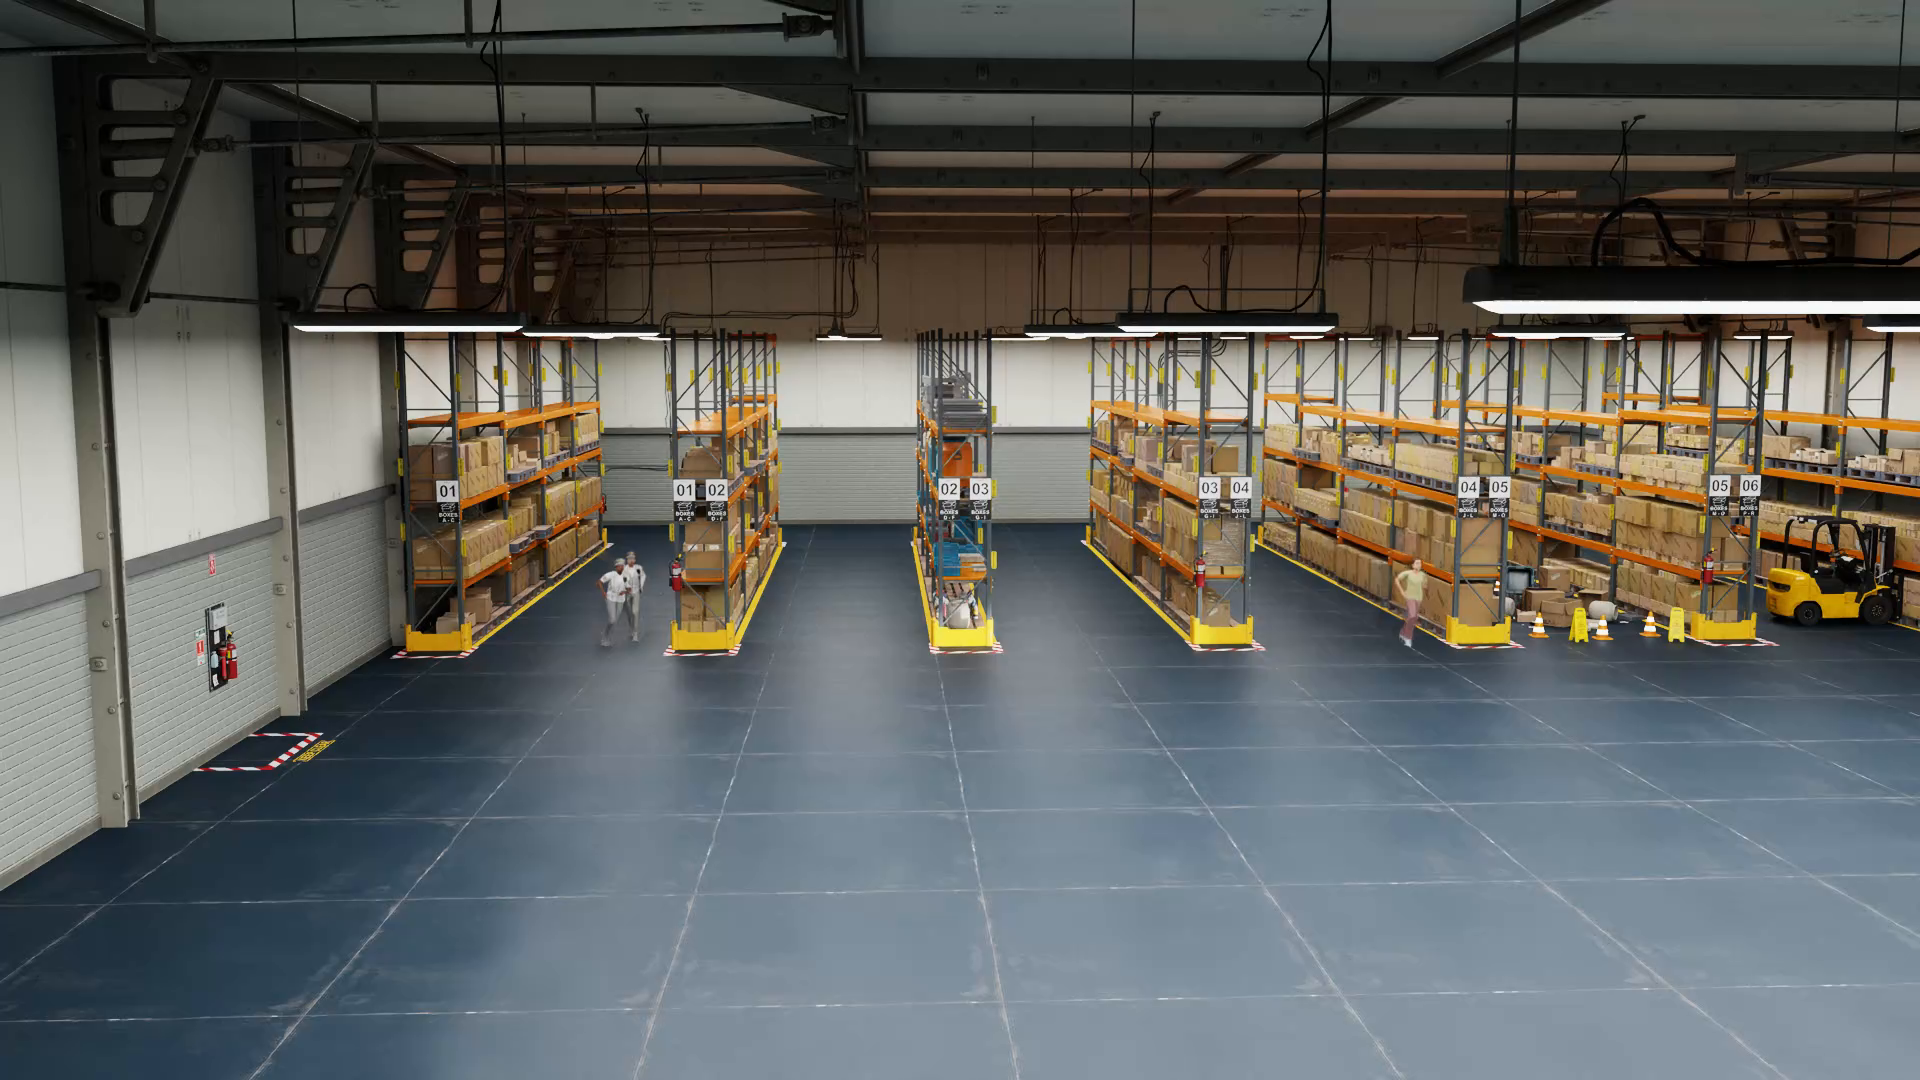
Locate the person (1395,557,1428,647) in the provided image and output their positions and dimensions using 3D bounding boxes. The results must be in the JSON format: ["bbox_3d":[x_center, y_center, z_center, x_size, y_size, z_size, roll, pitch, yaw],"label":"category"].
[{"bbox_3d":[8.655,1.177,31.778,0.576,1.716,0.698,-2,7,-14],"label":"person"}]

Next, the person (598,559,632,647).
[{"bbox_3d":[-6.566,1.187,31.648,0.597,1.696,0.636,-5,8,-34],"label":"person"}]

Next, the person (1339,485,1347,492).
[{"bbox_3d":[10.632,-0.637,46.219,0.656,1.805,0.940,-1,7,-8],"label":"person"}]

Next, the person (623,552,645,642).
[{"bbox_3d":[-6.420,1.080,32.385,0.582,1.751,0.781,-1,7,-9],"label":"person"}]
